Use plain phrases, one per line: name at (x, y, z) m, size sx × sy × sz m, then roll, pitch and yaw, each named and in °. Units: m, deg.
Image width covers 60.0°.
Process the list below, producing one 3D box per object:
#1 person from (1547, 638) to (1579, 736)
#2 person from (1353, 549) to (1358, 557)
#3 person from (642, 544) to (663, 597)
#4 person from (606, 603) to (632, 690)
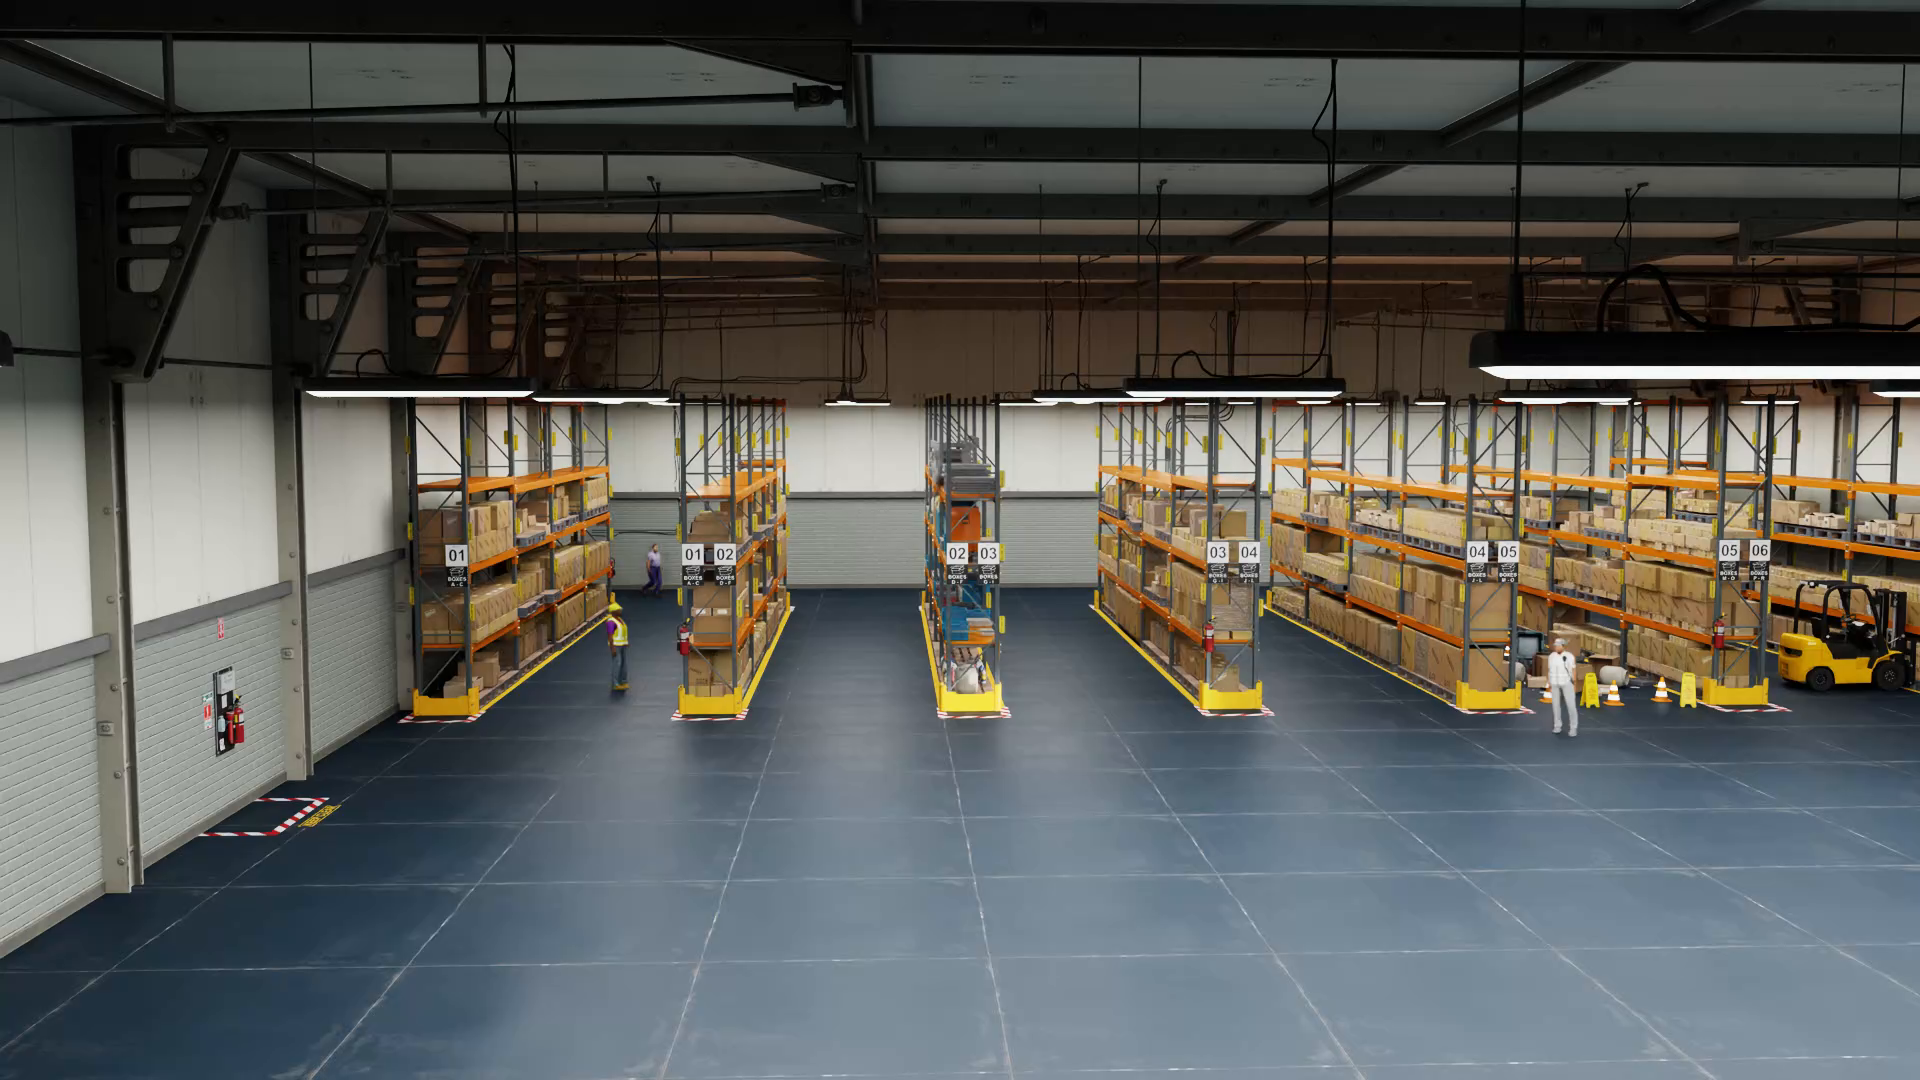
person at (10.639, 2.577, 29.341) m, size 0.601 × 1.678 × 0.455 m, roll 4°, pitch 6°, yaw 38°
person at (11.398, 1.077, 48.317) m, size 1.035 × 1.613 × 0.544 m, roll 2°, pitch 5°, yaw 22°
person at (-9.310, 0.923, 50.442) m, size 0.588 × 1.618 × 0.496 m, roll 3°, pitch 5°, yaw 30°
person at (-6.965, 2.177, 33.961) m, size 0.450 × 1.784 × 0.636 m, roll 3°, pitch 5°, yaw 30°
